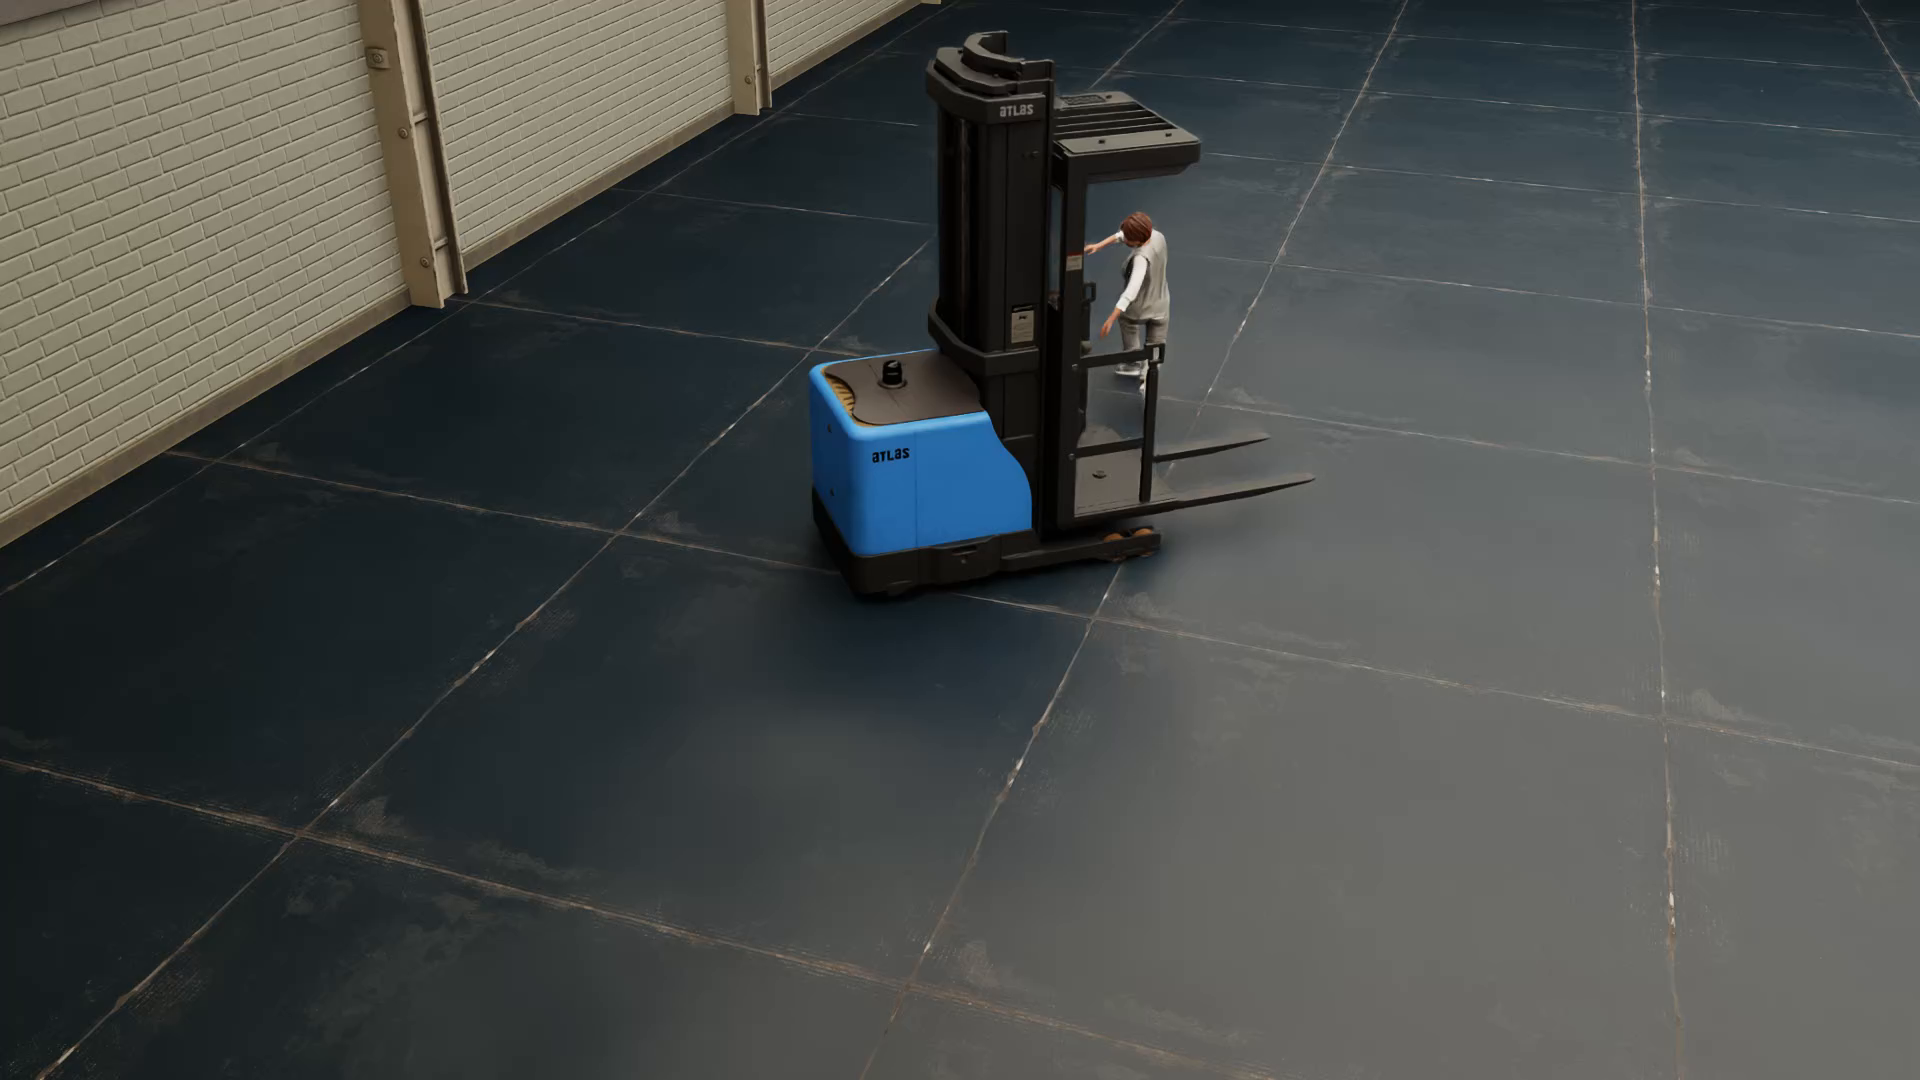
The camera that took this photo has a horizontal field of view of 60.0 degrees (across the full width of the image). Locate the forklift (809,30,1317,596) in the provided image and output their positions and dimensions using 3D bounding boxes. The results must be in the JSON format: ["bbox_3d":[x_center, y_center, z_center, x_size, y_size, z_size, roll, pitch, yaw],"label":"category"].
[{"bbox_3d":[0.676,-1.380,9.557,3.031,2.935,1.130,-10,31,-16],"label":"forklift"}]

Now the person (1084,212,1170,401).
[{"bbox_3d":[1.170,-1.622,11.576,0.650,1.371,0.870,-10,31,-17],"label":"person"}]
